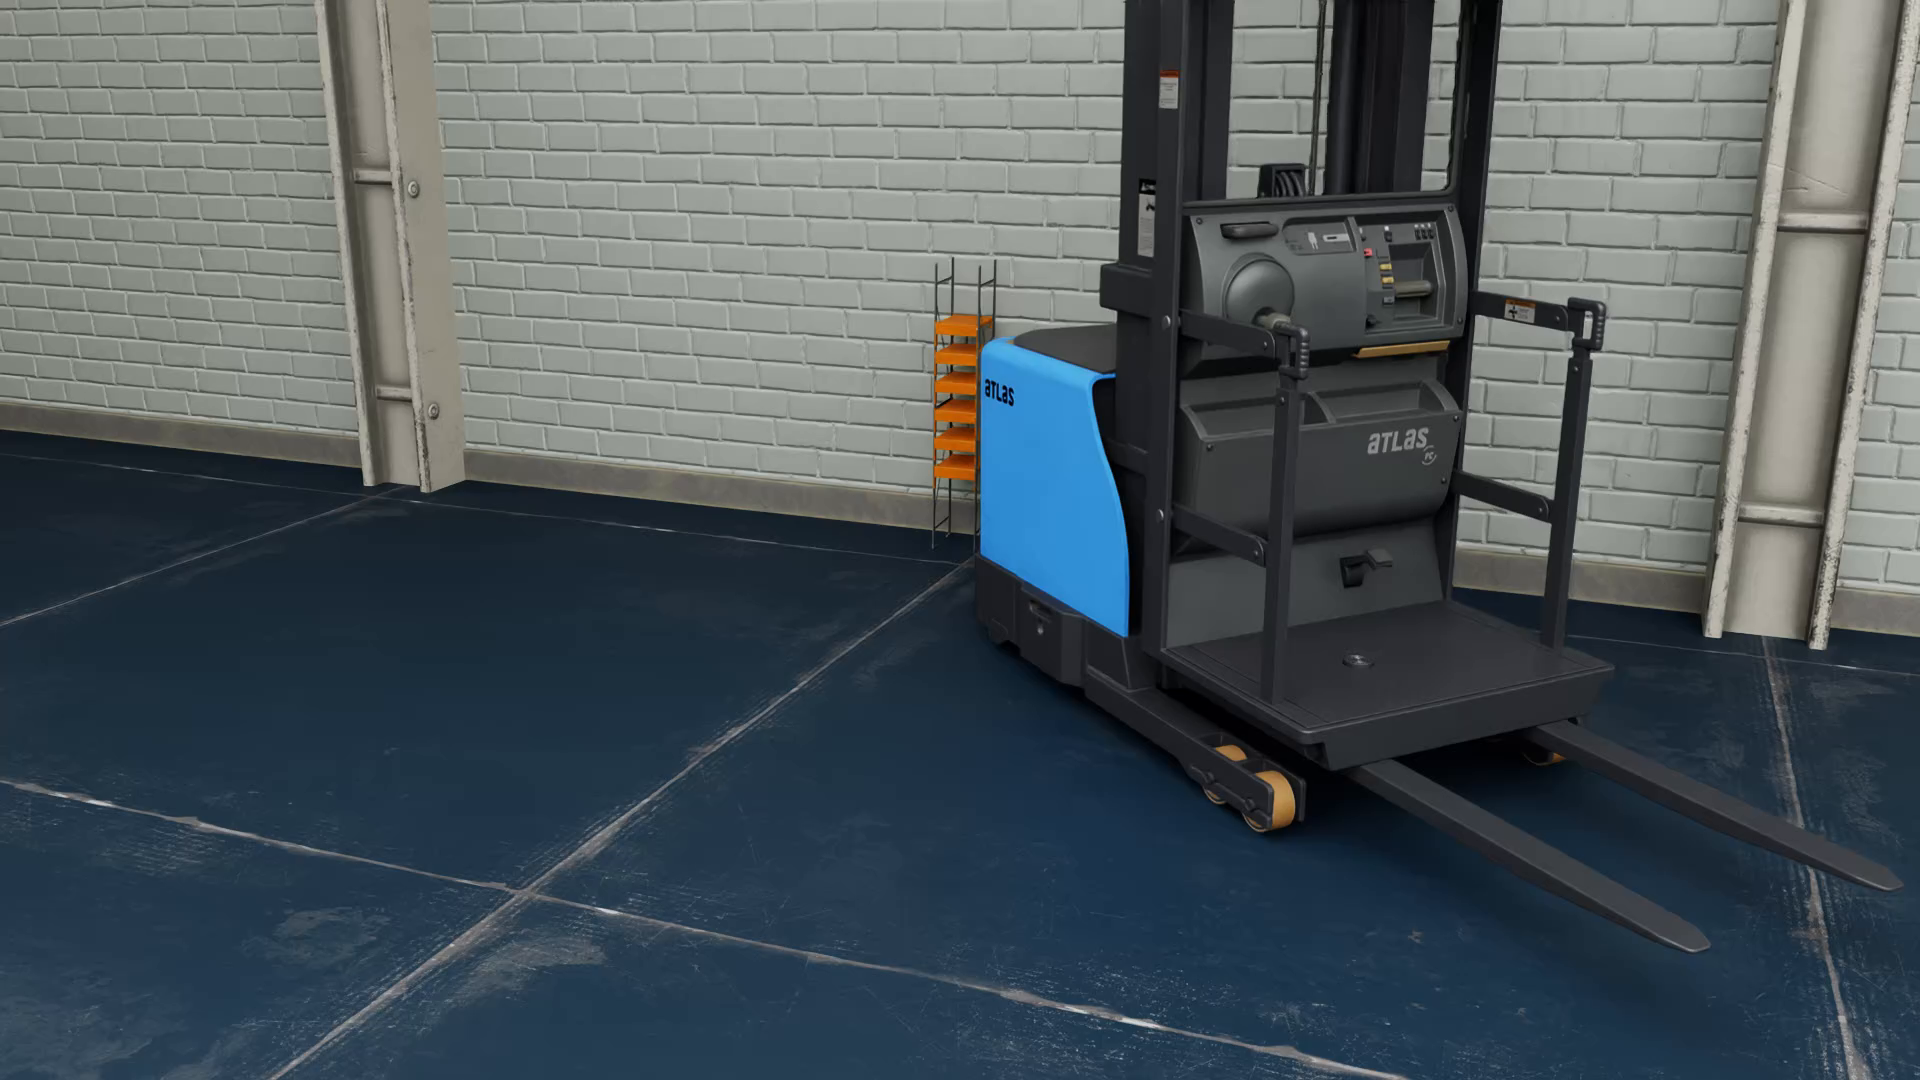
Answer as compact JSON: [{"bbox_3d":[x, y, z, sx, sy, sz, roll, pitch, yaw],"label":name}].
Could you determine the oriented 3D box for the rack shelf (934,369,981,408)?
[{"bbox_3d":[0.018,-0.632,6.919,0.180,0.103,0.258,6,17,17],"label":"rack shelf"}]

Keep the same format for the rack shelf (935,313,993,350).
[{"bbox_3d":[0.021,-0.861,6.849,0.180,0.103,0.258,6,17,17],"label":"rack shelf"}]

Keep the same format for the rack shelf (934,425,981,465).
[{"bbox_3d":[0.014,-0.402,6.988,0.180,0.103,0.258,6,17,17],"label":"rack shelf"}]

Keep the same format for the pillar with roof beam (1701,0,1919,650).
[{"bbox_3d":[1.335,-2.878,0.947,0.400,9.000,9.100,6,17,21],"label":"pillar with roof beam"}]

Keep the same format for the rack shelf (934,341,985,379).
[{"bbox_3d":[0.019,-0.746,6.884,0.180,0.103,0.258,6,17,17],"label":"rack shelf"}]

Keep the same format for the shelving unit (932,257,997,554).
[{"bbox_3d":[0.017,-0.559,6.940,0.189,1.200,0.258,6,17,17],"label":"shelving unit"}]

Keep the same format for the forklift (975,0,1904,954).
[{"bbox_3d":[1.153,-0.761,4.538,1.130,2.935,3.031,-8,18,-25],"label":"forklift"}]

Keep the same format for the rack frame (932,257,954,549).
[{"bbox_3d":[-0.071,-0.568,6.966,0.006,1.200,0.240,6,17,17],"label":"rack frame"}]

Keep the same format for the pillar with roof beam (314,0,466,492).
[{"bbox_3d":[-4.246,-3.492,3.061,0.400,9.000,9.100,6,17,21],"label":"pillar with roof beam"}]

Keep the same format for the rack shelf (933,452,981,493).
[{"bbox_3d":[0.013,-0.287,7.022,0.180,0.103,0.258,6,17,17],"label":"rack shelf"}]

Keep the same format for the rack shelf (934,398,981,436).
[{"bbox_3d":[0.016,-0.517,6.953,0.180,0.103,0.258,6,17,17],"label":"rack shelf"}]

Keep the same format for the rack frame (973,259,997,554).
[{"bbox_3d":[0.104,-0.550,6.914,0.006,1.200,0.240,6,17,17],"label":"rack frame"}]
